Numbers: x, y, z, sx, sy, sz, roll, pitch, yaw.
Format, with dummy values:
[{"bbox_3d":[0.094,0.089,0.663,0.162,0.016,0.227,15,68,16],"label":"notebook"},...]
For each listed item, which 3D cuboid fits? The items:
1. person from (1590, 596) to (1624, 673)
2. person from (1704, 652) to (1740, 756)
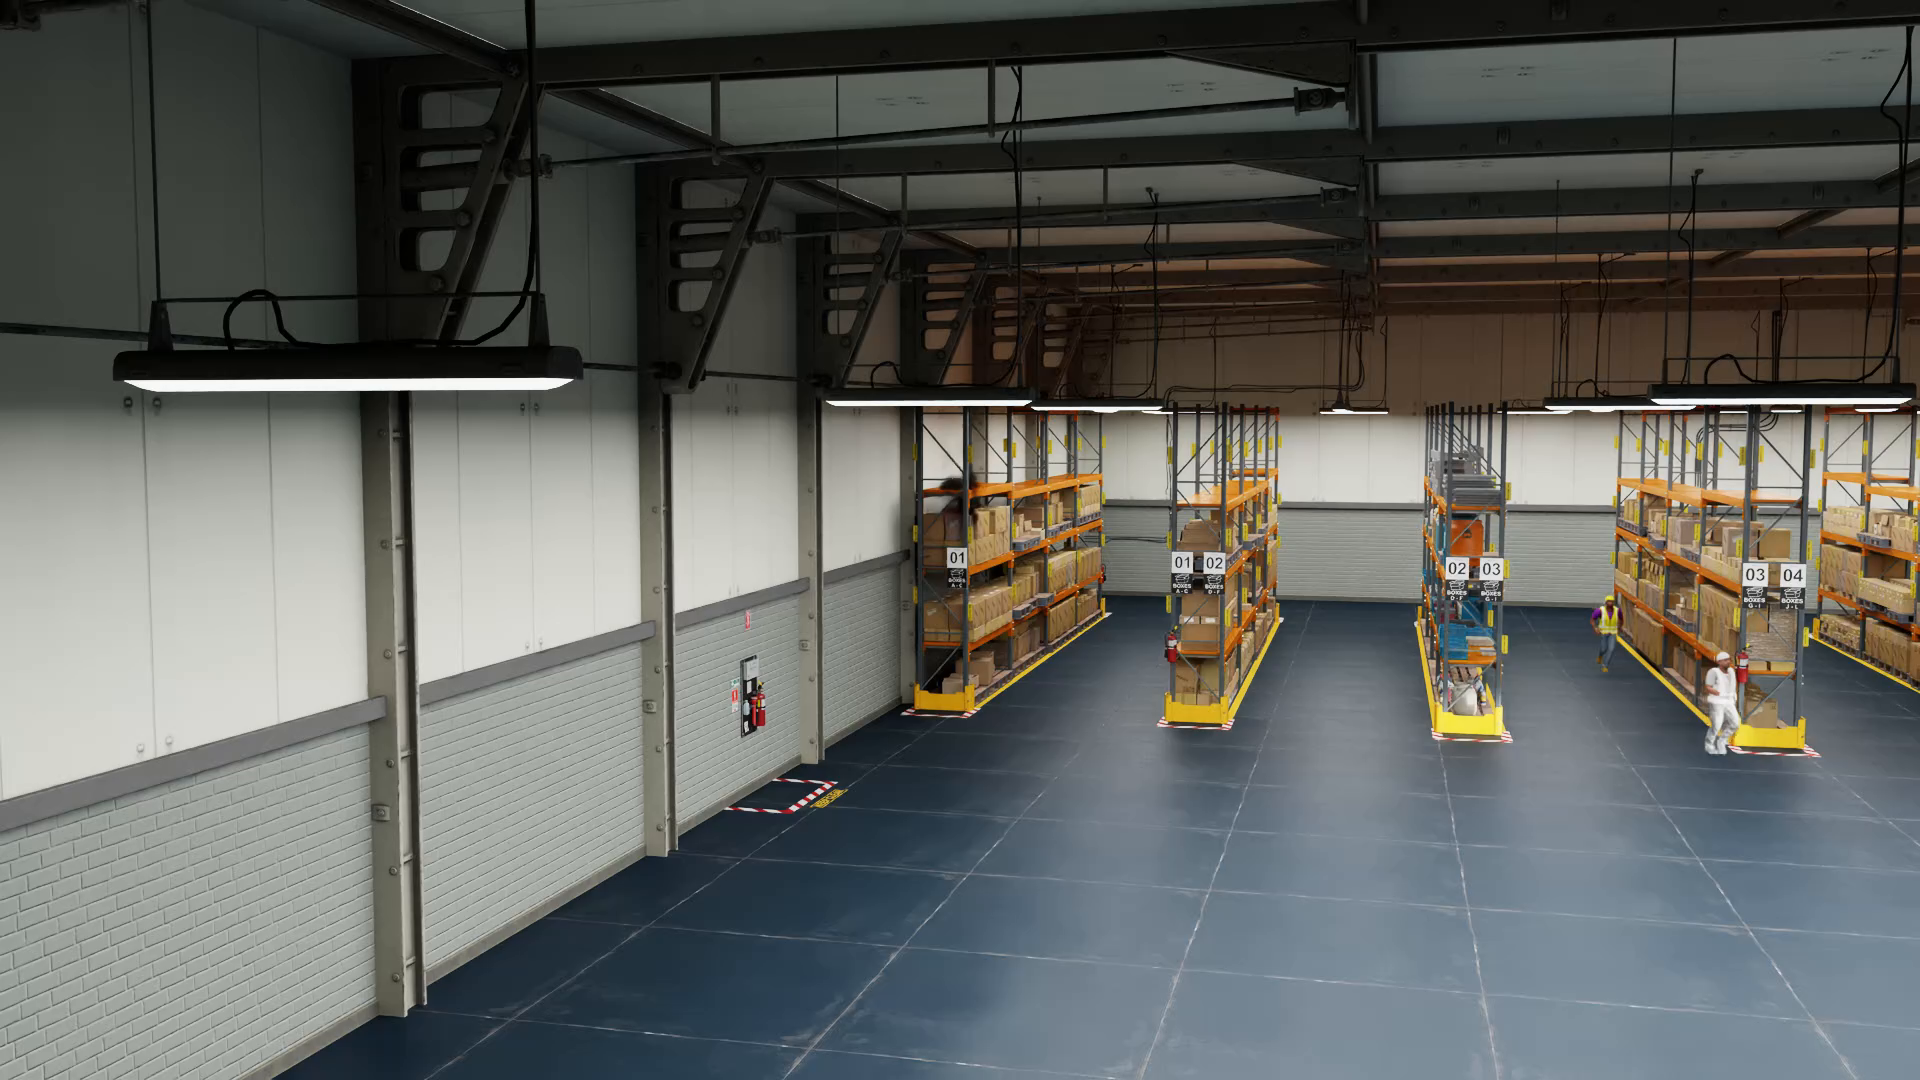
[{"bbox_3d":[14.599,2.101,37.497,0.723,1.730,0.663,1,4,7],"label":"person"},{"bbox_3d":[12.903,2.772,28.058,0.702,1.771,0.653,-1,4,-15],"label":"person"}]
